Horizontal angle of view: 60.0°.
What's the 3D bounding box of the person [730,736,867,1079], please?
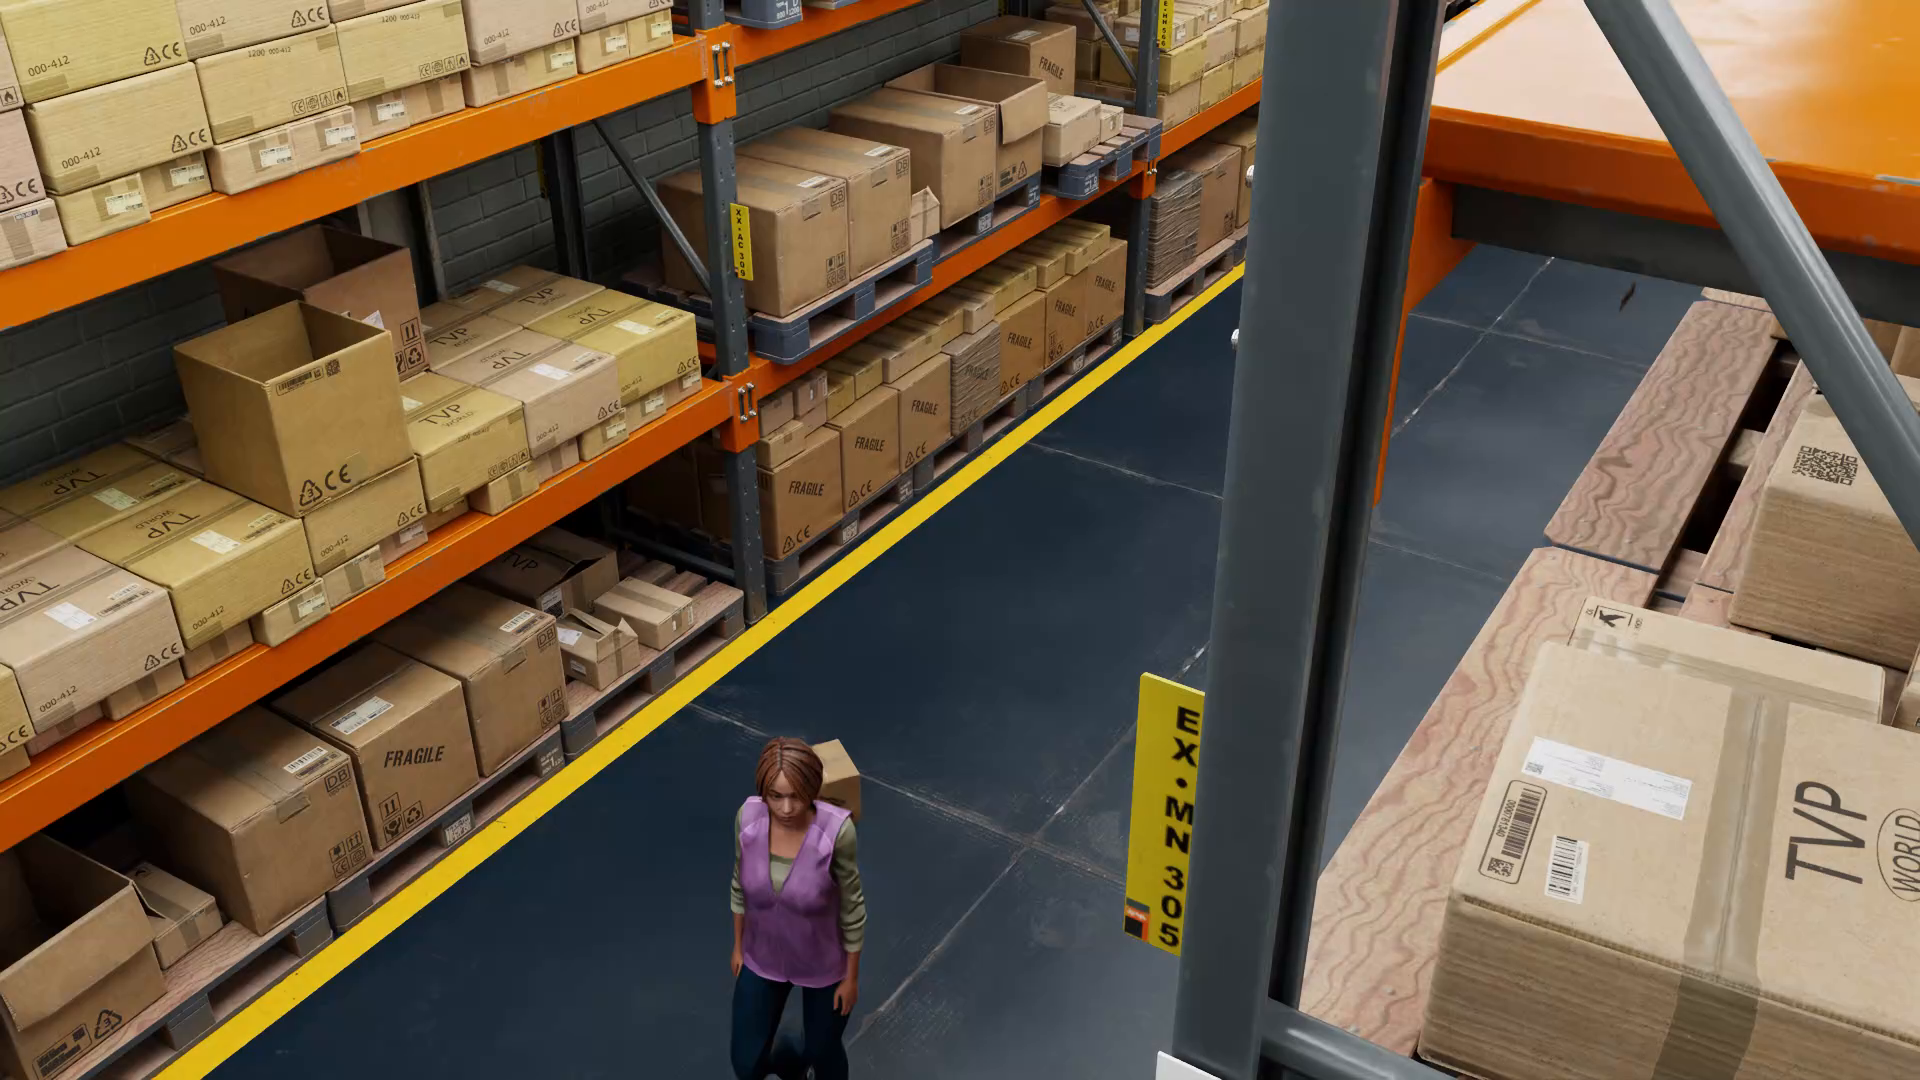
[{"bbox_3d":[-0.487,1.265,4.979,0.436,1.596,0.432,5,31,8],"label":"person"}]
